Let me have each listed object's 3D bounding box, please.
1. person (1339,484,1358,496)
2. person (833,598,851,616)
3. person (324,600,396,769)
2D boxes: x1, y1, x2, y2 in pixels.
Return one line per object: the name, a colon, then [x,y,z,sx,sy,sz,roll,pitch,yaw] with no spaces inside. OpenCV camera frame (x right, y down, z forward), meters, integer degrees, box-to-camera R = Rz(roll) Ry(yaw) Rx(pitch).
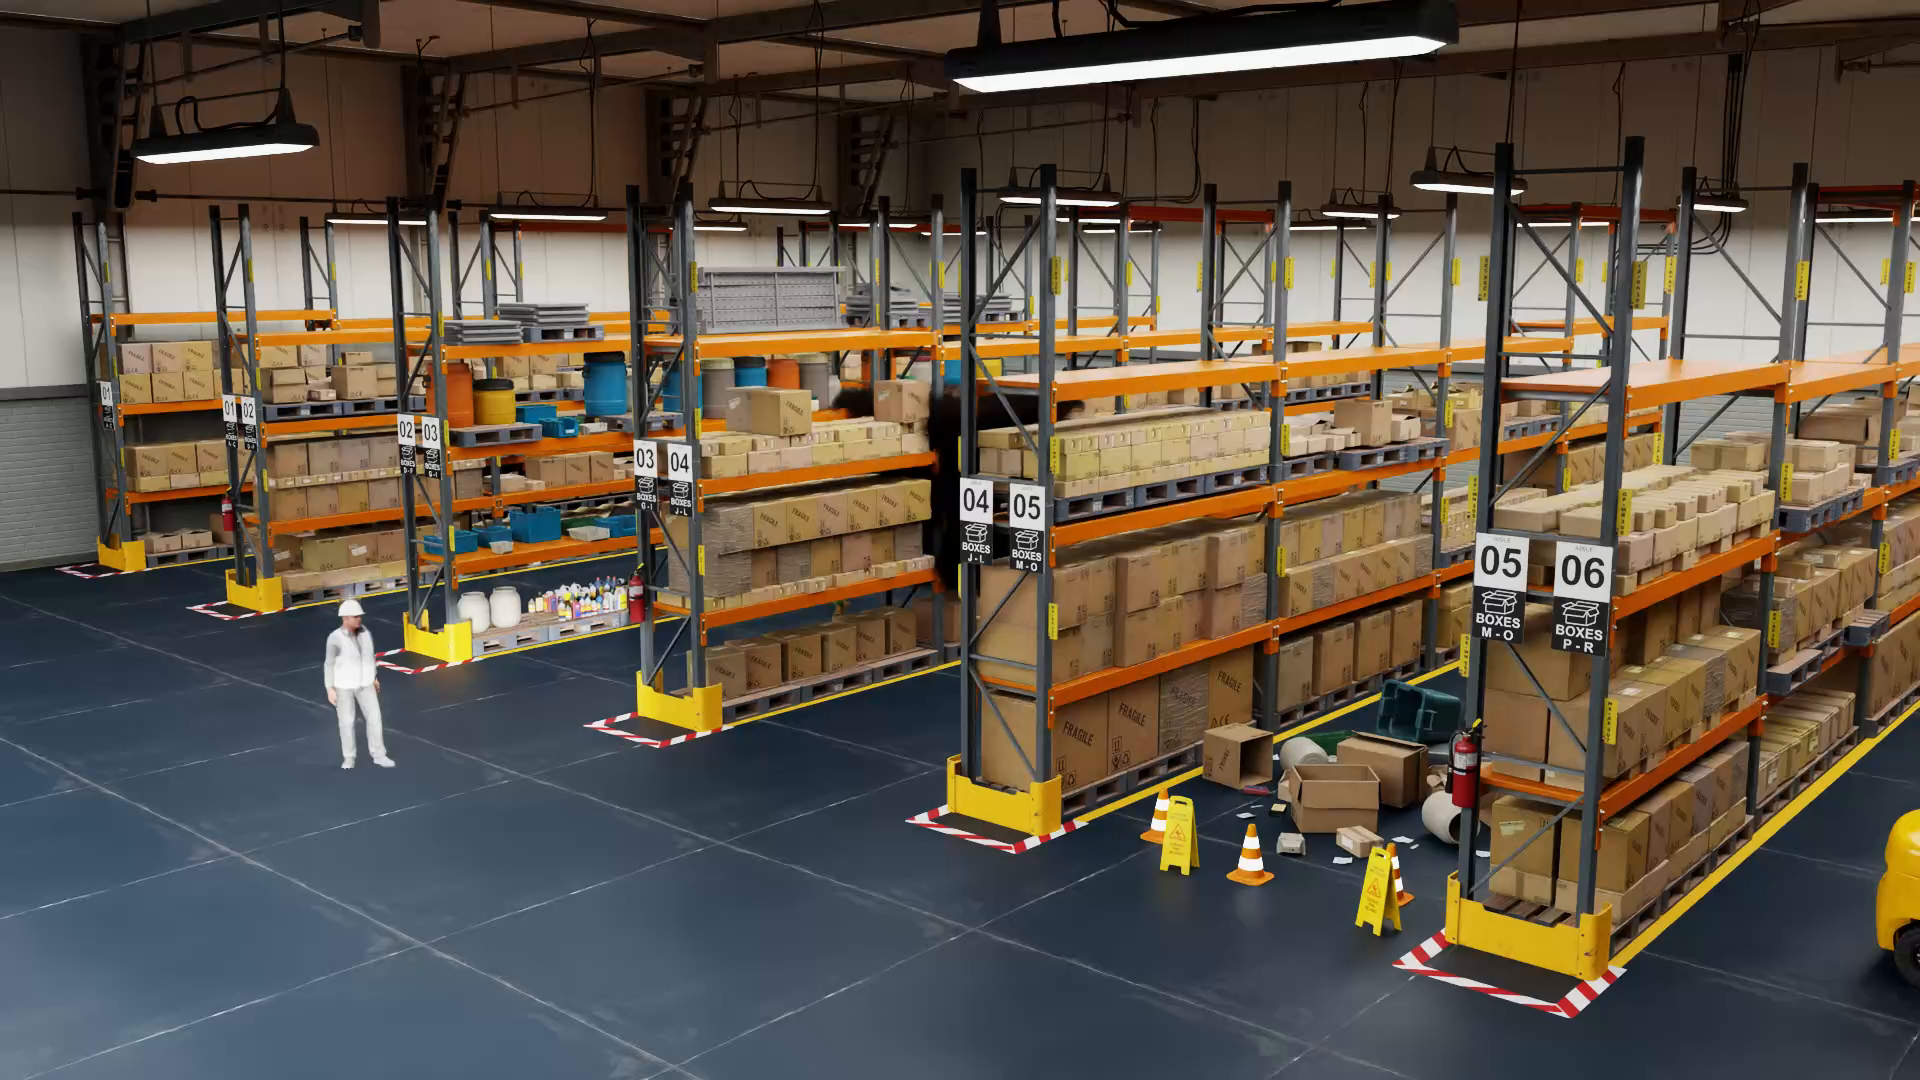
person: [6.341,-0.133,26.773,0.567,1.790,0.561,-4,10,-21]
person: [-1.612,0.137,23.415,0.633,1.864,0.607,-2,10,-11]
person: [-6.211,1.491,17.083,0.503,1.780,0.620,8,13,41]
